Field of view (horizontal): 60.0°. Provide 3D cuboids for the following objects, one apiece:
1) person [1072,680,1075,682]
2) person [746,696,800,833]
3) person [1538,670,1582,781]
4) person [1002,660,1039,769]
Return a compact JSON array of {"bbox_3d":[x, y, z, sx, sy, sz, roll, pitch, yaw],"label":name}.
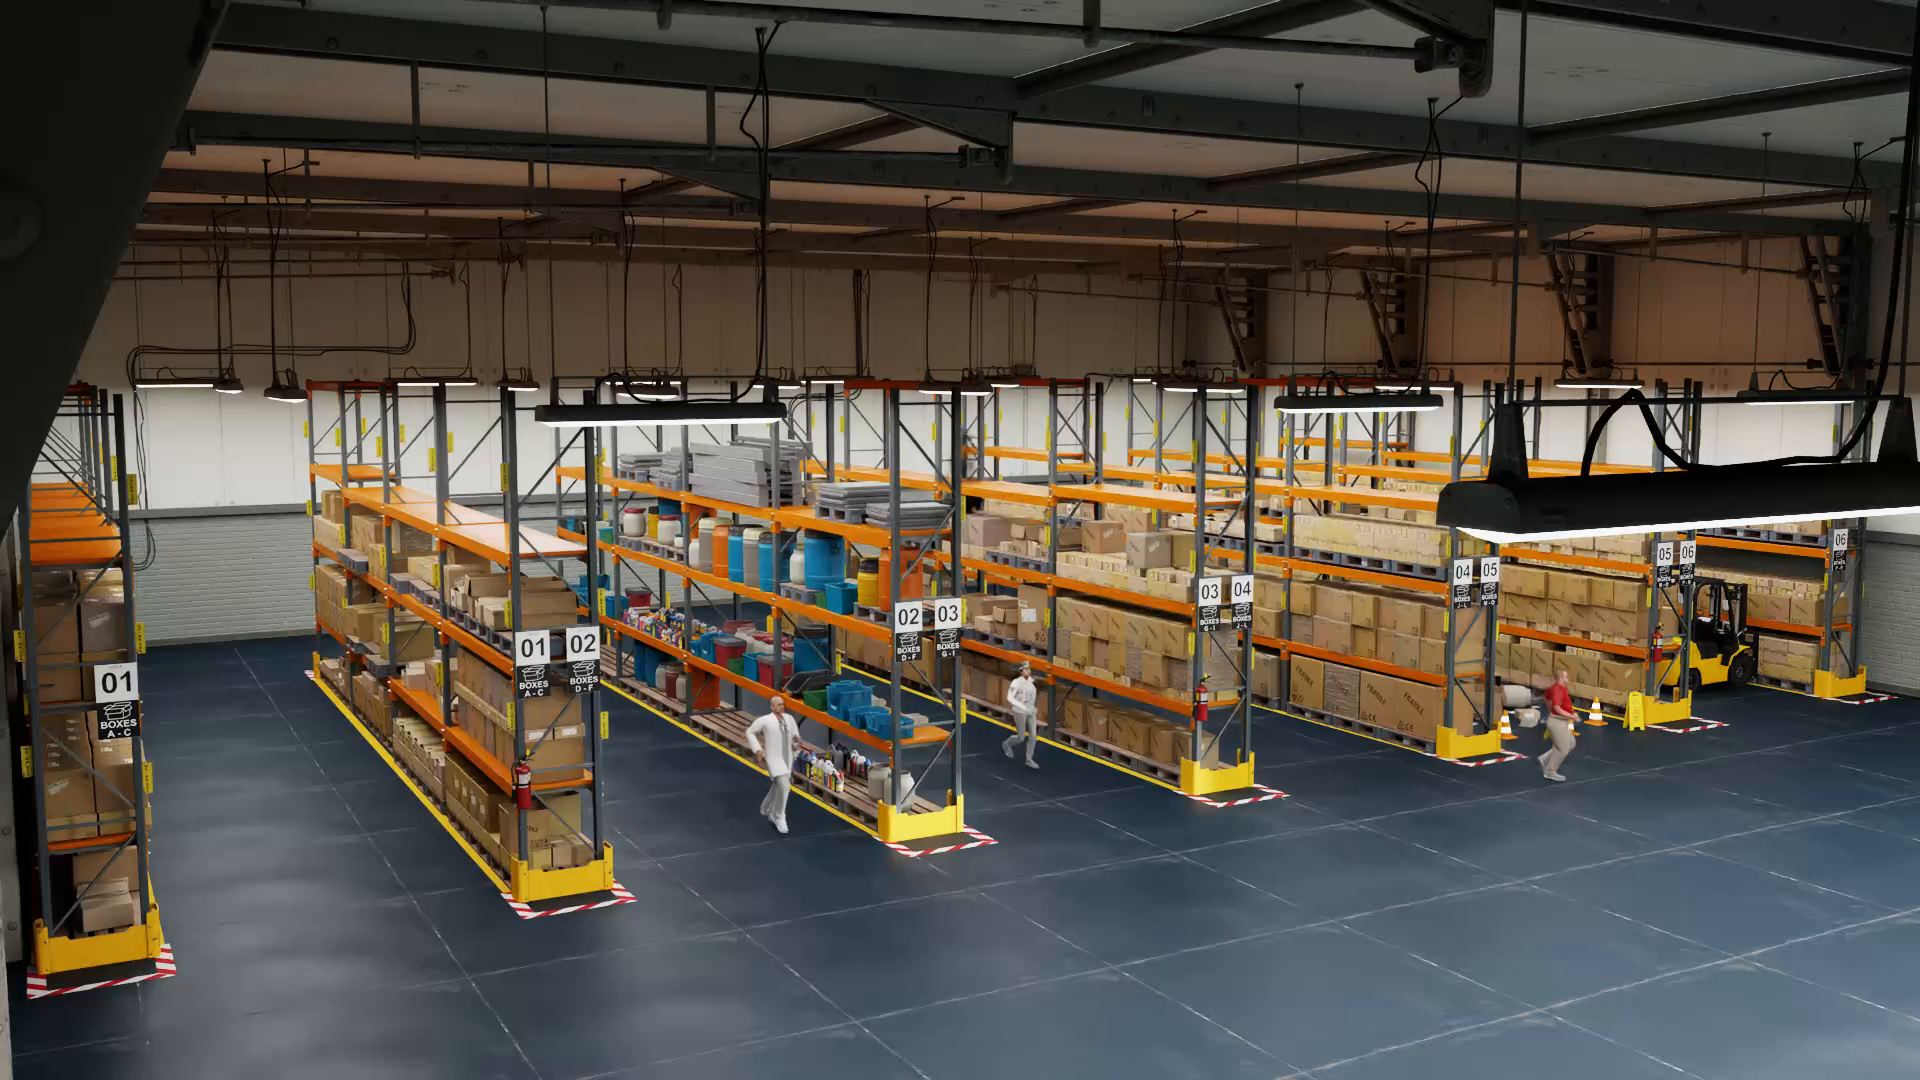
[{"bbox_3d":[2.360,1.954,33.122,0.698,1.738,0.578,-4,7,-31],"label":"person"},{"bbox_3d":[-2.483,3.044,22.671,0.825,1.842,0.668,5,8,40],"label":"person"},{"bbox_3d":[9.141,2.809,25.264,0.548,1.692,0.671,2,6,16],"label":"person"},{"bbox_3d":[0.980,2.723,26.224,0.623,1.682,0.785,-5,8,-38],"label":"person"}]
